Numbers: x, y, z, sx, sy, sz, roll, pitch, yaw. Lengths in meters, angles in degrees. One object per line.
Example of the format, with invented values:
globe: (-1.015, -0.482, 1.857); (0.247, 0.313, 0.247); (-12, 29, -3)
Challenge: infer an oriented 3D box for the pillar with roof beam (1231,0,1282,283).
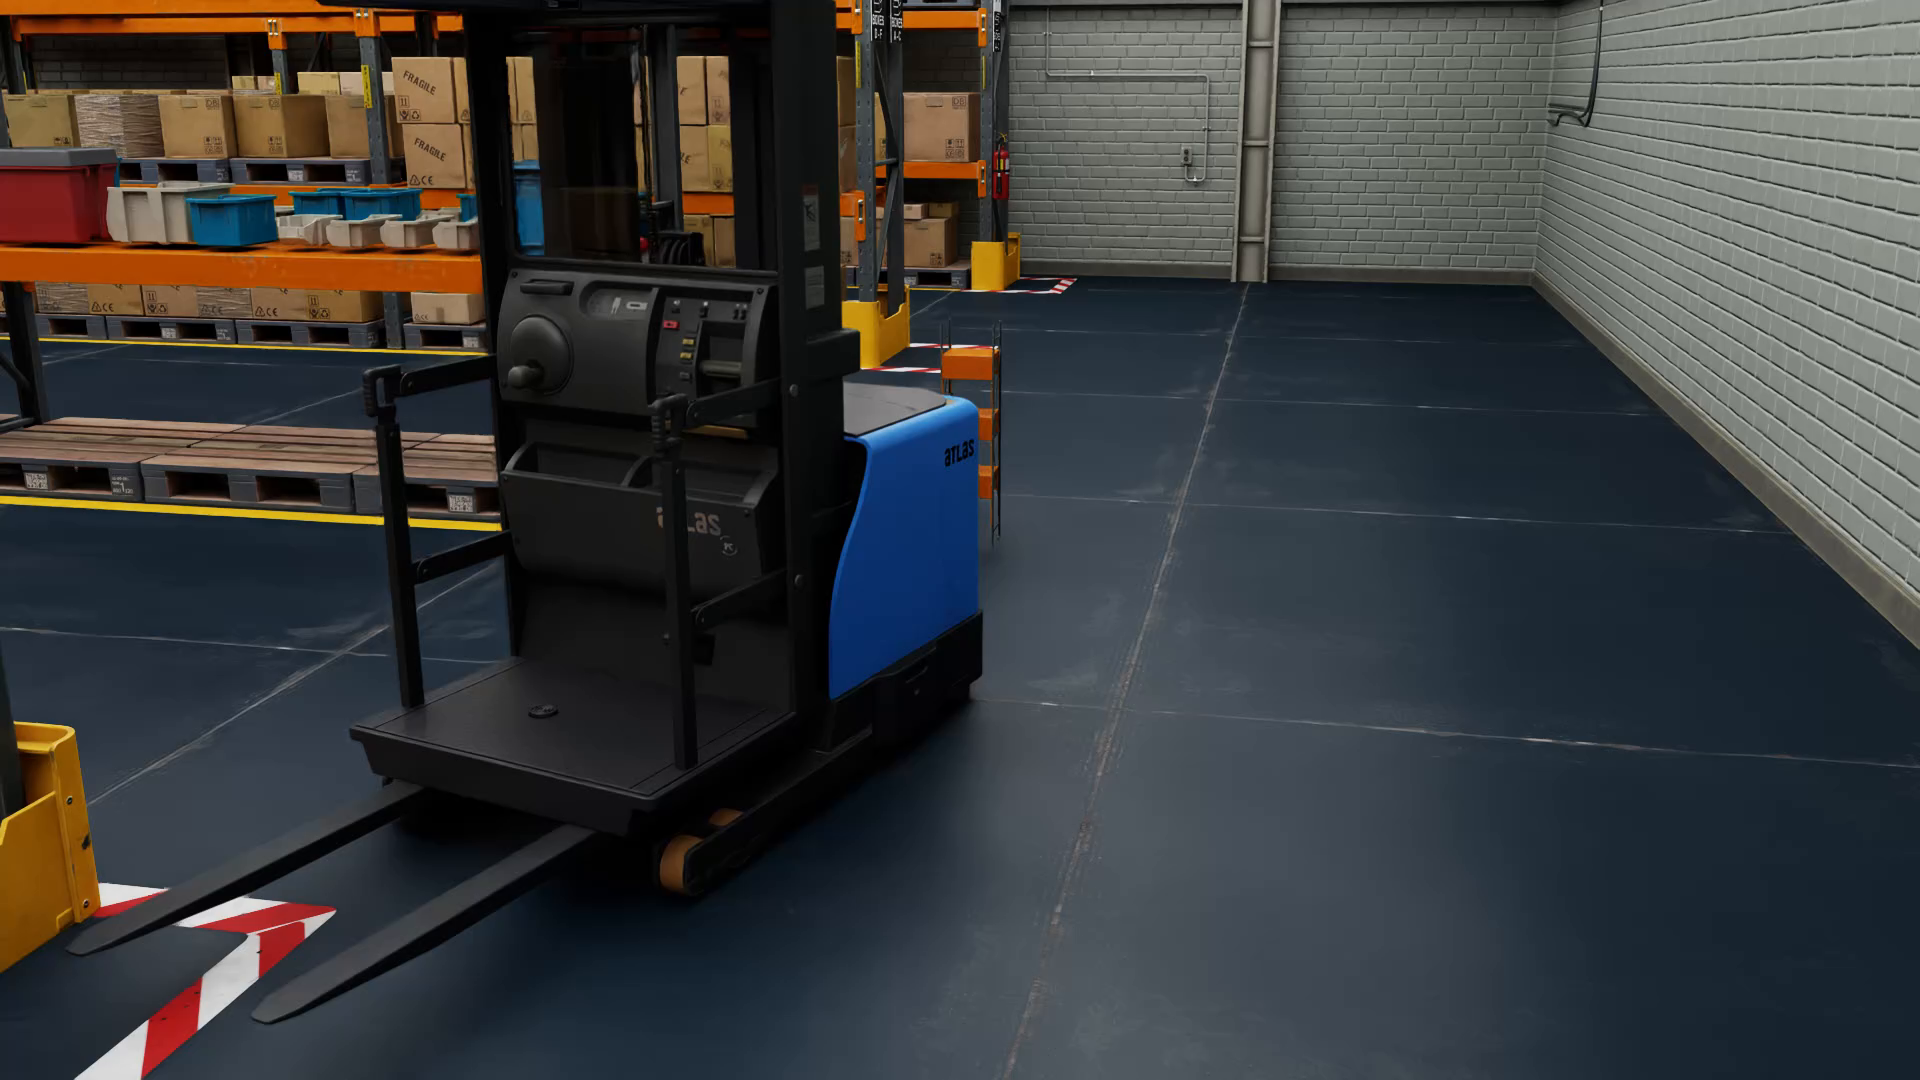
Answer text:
pillar with roof beam: (2.329, -6.065, 13.030); (0.400, 9.000, 9.100); (3, 16, 11)

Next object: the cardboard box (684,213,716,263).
cardboard box: (-2.838, -3.361, 18.403); (0.500, 0.500, 0.700); (3, 16, 12)

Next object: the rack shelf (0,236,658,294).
rack shelf: (-3.565, -1.385, 8.722); (4.000, 0.370, 1.077); (3, 16, 11)

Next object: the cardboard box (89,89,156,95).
cardboard box: (-9.701, -5.022, 19.490); (0.500, 0.500, 0.700); (5, 16, 19)

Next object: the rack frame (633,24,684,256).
rack frame: (-1.605, -1.626, 8.242); (0.127, 3.000, 1.000); (3, 16, 11)

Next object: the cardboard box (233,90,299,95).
cardboard box: (-7.933, -4.926, 19.143); (0.500, 0.500, 0.700); (1, 16, 5)

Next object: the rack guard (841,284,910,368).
rack guard: (-0.689, -1.721, 13.268); (0.348, 0.500, 1.175); (3, 16, 11)

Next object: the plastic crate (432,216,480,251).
plastic crate: (-2.440, -1.524, 8.255); (0.243, 0.136, 0.396); (3, 16, 11)

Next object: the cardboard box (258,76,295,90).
cardboard box: (-7.815, -5.226, 19.014); (0.250, 0.149, 0.380); (1, 16, 4)

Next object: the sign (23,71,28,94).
sign: (-8.355, -4.009, 14.826); (0.005, 0.325, 0.100); (3, 16, 11)

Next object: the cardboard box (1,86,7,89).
cardboard box: (-11.809, -5.234, 20.107); (0.500, 0.500, 0.500); (3, 16, 10)

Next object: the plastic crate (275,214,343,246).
plastic crate: (-3.293, -1.562, 8.394); (0.250, 0.136, 0.298); (3, 16, 11)

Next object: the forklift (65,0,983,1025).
forklift: (-1.048, -0.582, 4.602); (1.130, 2.935, 3.031); (8, 17, 26)

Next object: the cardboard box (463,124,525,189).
cardboard box: (-3.587, -3.058, 13.224); (0.500, 0.500, 0.500); (3, 16, 12)

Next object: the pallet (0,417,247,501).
pallet: (-4.797, -0.466, 9.278); (1.213, 0.211, 1.003); (3, 16, 11)

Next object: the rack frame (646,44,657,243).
rack frame: (-3.551, -4.430, 18.366); (0.127, 3.000, 1.000); (3, 16, 11)

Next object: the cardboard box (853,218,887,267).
cardboard box: (-0.827, -3.253, 18.012); (0.500, 0.500, 0.700); (3, 16, 11)

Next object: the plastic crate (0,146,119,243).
plastic crate: (-4.700, -1.785, 8.585); (0.583, 0.464, 0.402); (3, 16, 11)

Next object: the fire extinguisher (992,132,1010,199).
fire extinguisher: (0.425, -3.872, 17.193); (0.183, 0.674, 0.296); (3, 16, 11)

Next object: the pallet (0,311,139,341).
pallet: (-7.730, -1.953, 14.649); (1.213, 0.211, 1.003); (3, 16, 11)

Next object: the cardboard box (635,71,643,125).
cardboard box: (-2.613, -3.483, 12.888); (0.500, 0.500, 0.500); (4, 16, 13)

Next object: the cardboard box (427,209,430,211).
cardboard box: (-5.919, -3.688, 18.926); (0.750, 0.750, 0.750); (3, 16, 11)

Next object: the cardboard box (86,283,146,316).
cardboard box: (-7.060, -2.201, 14.177); (0.500, 0.500, 0.500); (3, 16, 10)

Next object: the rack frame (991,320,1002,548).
rack frame: (0.172, -0.497, 7.818); (0.008, 1.050, 0.200); (3, 16, 11)

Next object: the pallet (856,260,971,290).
pallet: (-0.430, -2.896, 18.050); (1.213, 0.211, 1.003); (3, 16, 11)

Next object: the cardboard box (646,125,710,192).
cardboard box: (-2.104, -2.977, 12.932); (0.500, 0.500, 0.500); (3, 16, 12)

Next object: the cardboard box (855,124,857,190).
cardboard box: (-0.997, -3.062, 13.240); (0.500, 0.500, 0.500); (3, 16, 12)

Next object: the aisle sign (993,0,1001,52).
aisle sign: (0.380, -5.388, 16.954); (0.004, 0.787, 0.394); (3, 16, 11)

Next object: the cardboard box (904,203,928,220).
cardboard box: (-0.499, -3.498, 17.682); (0.250, 0.149, 0.380); (3, 16, 10)

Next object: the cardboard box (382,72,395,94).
cardboard box: (-6.059, -5.060, 18.453); (0.500, 0.250, 0.500); (3, 16, 11)

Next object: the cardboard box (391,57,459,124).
cardboard box: (-4.128, -3.565, 13.184); (0.500, 0.500, 0.500); (4, 16, 13)

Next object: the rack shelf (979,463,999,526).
rack shelf: (0.052, -0.225, 7.919); (0.240, 0.259, 0.215); (3, 16, 11)

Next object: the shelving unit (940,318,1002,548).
shelving unit: (0.052, -0.503, 7.842); (0.252, 1.050, 0.215); (3, 16, 11)

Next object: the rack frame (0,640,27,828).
rack frame: (-2.592, -0.330, 3.565); (0.127, 3.000, 1.000); (3, 16, 11)

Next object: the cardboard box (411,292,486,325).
cardboard box: (-4.166, -1.971, 13.703); (0.500, 0.311, 0.500); (3, 16, 11)

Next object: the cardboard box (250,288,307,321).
cardboard box: (-5.558, -2.121, 13.889); (0.500, 0.500, 0.500); (3, 16, 11)

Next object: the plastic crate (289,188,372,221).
plastic crate: (-3.366, -1.759, 8.925); (0.300, 0.233, 0.416); (3, 16, 11)

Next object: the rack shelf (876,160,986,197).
rack shelf: (-1.591, -3.977, 18.078); (4.000, 0.370, 1.077); (3, 16, 11)

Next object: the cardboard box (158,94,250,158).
cardboard box: (-6.278, -3.463, 13.899); (0.500, 0.500, 0.700); (-1, 16, -3)

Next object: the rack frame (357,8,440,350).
rack frame: (-4.534, -3.134, 13.687); (0.127, 3.000, 1.000); (3, 16, 11)

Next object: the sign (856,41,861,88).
sign: (-0.745, -3.488, 12.202); (0.005, 0.325, 0.100); (3, 16, 11)

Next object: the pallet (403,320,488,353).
pallet: (-3.861, -1.753, 13.927); (1.213, 0.211, 1.003); (3, 16, 11)

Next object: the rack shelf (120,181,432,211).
rack shelf: (-6.494, -2.894, 14.168); (4.000, 0.370, 1.077); (3, 16, 11)

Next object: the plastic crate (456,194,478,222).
plastic crate: (-2.427, -1.708, 8.741); (0.300, 0.233, 0.416); (3, 16, 11)

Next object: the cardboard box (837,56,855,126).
cardboard box: (-1.105, -3.403, 12.598); (0.500, 0.500, 0.500); (3, 16, 11)
